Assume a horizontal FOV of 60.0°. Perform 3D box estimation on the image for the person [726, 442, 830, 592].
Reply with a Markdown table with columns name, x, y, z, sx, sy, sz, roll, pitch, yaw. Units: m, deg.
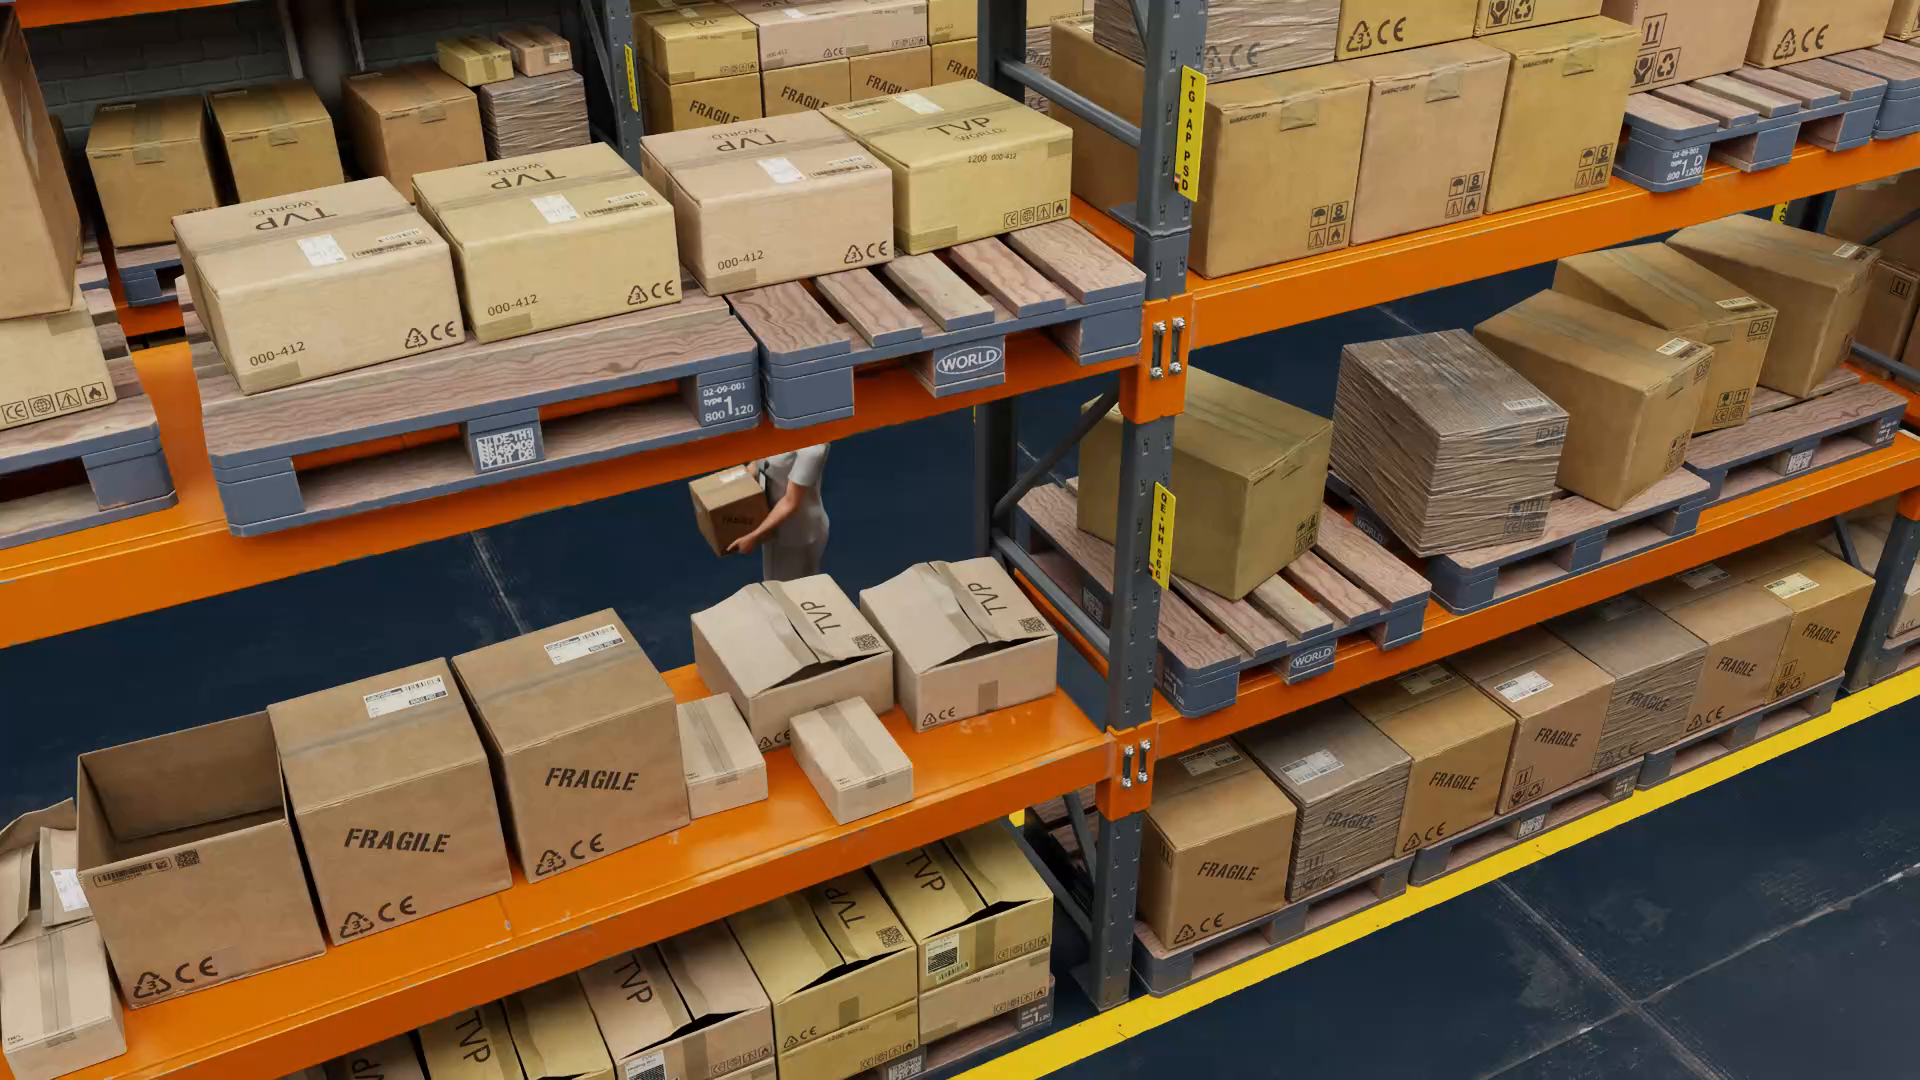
| name | x | y | z | sx | sy | sz | roll | pitch | yaw |
| --- | --- | --- | --- | --- | --- | --- | --- | --- | --- |
| person | -0.785 | -0.018 | 7.179 | 0.554 | 1.666 | 0.436 | -16 | 36 | -22 |
